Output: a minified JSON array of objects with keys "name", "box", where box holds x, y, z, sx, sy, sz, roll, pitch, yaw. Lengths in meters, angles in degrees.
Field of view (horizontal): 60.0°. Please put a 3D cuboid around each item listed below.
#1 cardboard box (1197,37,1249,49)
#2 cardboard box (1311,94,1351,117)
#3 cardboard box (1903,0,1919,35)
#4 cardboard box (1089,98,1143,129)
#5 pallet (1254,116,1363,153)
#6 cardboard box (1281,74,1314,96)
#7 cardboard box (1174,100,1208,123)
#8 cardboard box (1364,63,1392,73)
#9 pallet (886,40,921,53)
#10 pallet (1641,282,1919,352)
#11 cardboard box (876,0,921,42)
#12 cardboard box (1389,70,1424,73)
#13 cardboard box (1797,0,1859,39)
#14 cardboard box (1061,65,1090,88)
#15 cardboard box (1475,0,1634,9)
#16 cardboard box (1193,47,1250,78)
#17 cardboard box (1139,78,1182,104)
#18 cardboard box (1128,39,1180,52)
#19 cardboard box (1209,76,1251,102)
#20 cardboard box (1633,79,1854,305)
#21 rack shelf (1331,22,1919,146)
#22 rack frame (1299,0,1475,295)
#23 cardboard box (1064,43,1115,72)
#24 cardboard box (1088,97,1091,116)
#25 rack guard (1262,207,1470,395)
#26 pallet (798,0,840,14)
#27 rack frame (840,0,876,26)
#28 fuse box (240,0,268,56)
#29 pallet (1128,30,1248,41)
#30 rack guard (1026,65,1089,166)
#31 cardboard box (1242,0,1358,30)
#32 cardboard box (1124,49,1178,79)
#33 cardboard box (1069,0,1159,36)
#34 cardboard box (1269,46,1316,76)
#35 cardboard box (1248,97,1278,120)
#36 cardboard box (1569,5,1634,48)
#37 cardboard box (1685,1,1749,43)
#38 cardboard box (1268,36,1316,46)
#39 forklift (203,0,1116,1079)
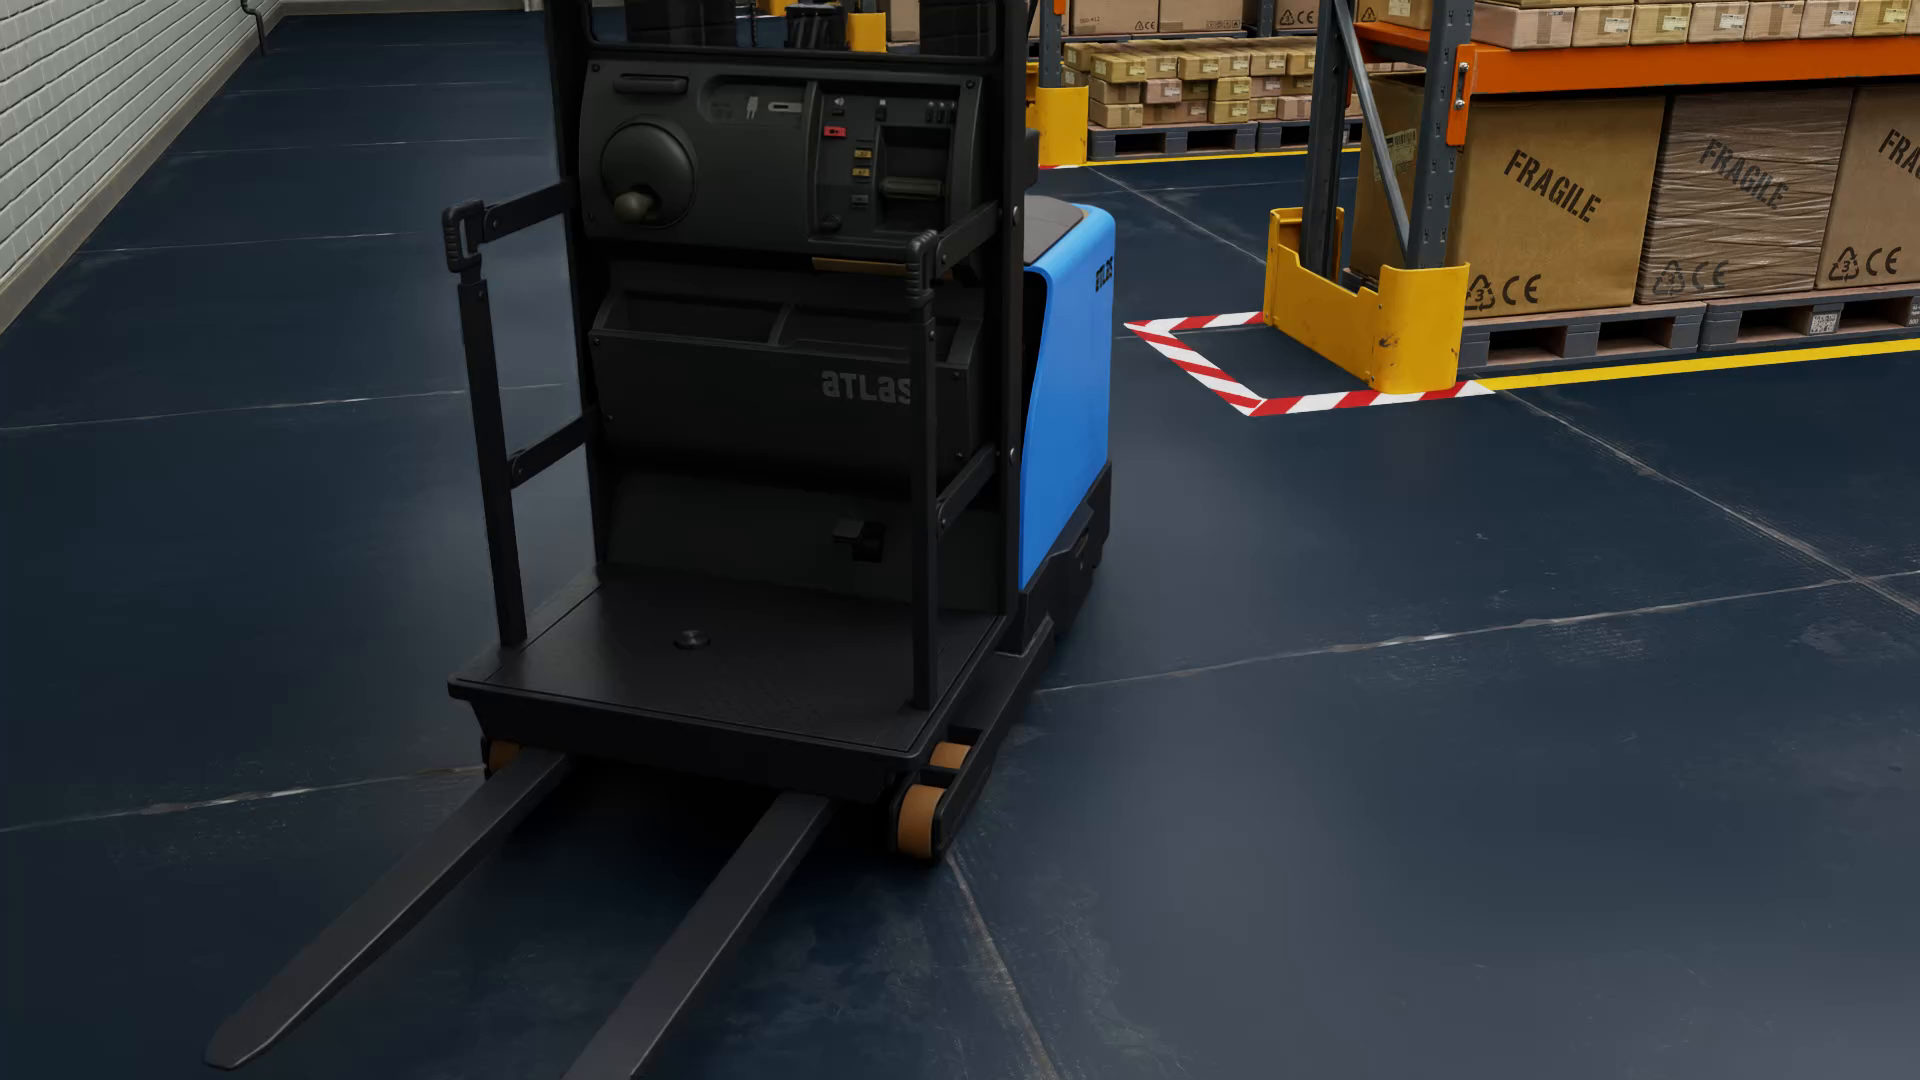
[{"name":"cardboard box","box":[1.890,-3.528,11.996,0.250,0.149,0.380,-5,24,-12]},{"name":"cardboard box","box":[2.543,-3.072,11.688,0.250,0.149,0.380,-6,24,-14]},{"name":"cardboard box","box":[3.873,-2.181,6.847,0.250,0.149,0.380,-6,24,-14]},{"name":"cardboard box","box":[1.057,-2.902,11.292,0.250,0.149,0.380,-6,24,-13]},{"name":"pallet","box":[2.504,-3.013,12.004,1.213,0.211,1.003,-6,24,-14]},{"name":"cardboard box","box":[2.287,-3.225,11.668,0.250,0.149,0.380,-5,24,-12]},{"name":"cardboard box","box":[1.525,-2.990,11.497,0.250,0.149,0.380,-6,24,-14]},{"name":"cardboard box","box":[2.810,-3.364,11.613,0.250,0.149,0.380,-7,24,-16]},{"name":"pallet","box":[-0.219,-4.787,16.138,1.213,0.211,1.003,-6,24,-14]},{"name":"pallet","box":[3.630,-1.153,7.669,1.213,0.211,1.003,-6,24,-14]},{"name":"cardboard box","box":[-0.360,-5.077,15.995,0.875,0.438,0.875,-7,24,-16]},{"name":"cardboard box","box":[3.082,-3.283,11.804,0.250,0.149,0.380,-6,24,-13]},{"name":"cardboard box","box":[3.377,-2.126,6.719,0.250,0.149,0.380,-7,24,-15]},{"name":"cardboard box","box":[0.898,-3.269,11.770,0.250,0.149,0.380,-7,24,-16]},{"name":"cardboard box","box":[2.244,-2.207,6.403,0.500,0.250,0.500,-7,24,-16]},{"name":"cardboard box","box":[1.789,-3.279,11.416,0.250,0.149,0.380,-8,24,-17]},{"name":"cardboard box","box":[1.319,-3.070,11.307,0.250,0.149,0.380,-6,24,-15]},{"name":"cardboard box","box":[1.380,-3.474,11.872,0.250,0.149,0.380,-7,24,-16]},{"name":"cardboard box","box":[1.807,-3.116,11.414,0.250,0.149,0.380,-6,24,-13]},{"name":"cardboard box","box":[3.180,-1.603,7.344,0.875,0.875,0.875,-6,24,-14]},{"name":"rack shelf","box":[3.635,-2.073,7.190,4.000,0.370,1.077,-6,24,-14]},{"name":"rack frame","box":[1.709,-2.191,6.552,0.127,3.000,1.000,-6,24,-14]},{"name":"cardboard box","box":[0.908,-3.394,11.683,0.250,0.149,0.380,-6,24,-14]},{"name":"cardboard box","box":[0.917,-3.103,11.760,0.250,0.149,0.380,-6,24,-13]},{"name":"rack guard","box":[1.686,-1.040,7.039,0.348,0.500,1.175,-6,24,-14]},{"name":"pallet","box":[-1.472,-6.649,20.479,1.213,0.211,1.003,-6,24,-14]},{"name":"rack frame","box":[-0.968,-5.953,15.321,0.127,3.000,1.000,-6,24,-14]},{"name":"fuse box","box":[-6.818,-5.565,16.049,0.414,1.711,0.539,-6,24,-14]},{"name":"pallet","box":[2.130,-5.047,16.744,1.213,0.211,1.003,-6,24,-14]},{"name":"rack guard","box":[0.540,-2.944,11.478,0.348,0.500,1.175,-6,24,-14]},{"name":"cardboard box","box":[3.459,-5.692,16.874,0.875,0.875,0.875,-6,24,-13]},{"name":"cardboard box","box":[1.296,-3.243,11.332,0.250,0.149,0.380,-6,24,-13]},{"name":"cardboard box","box":[1.388,-5.273,16.452,0.875,0.438,0.875,-7,24,-16]},{"name":"cardboard box","box":[2.324,-3.316,11.501,0.250,0.149,0.380,-6,24,-14]},{"name":"cardboard box","box":[2.020,-3.039,11.611,0.250,0.149,0.380,-6,24,-14]},{"name":"cardboard box","box":[2.387,-2.016,6.463,0.250,0.149,0.380,-7,24,-15]},{"name":"cardboard box","box":[2.884,-2.072,6.592,0.250,0.149,0.380,-7,24,-15]},{"name":"cardboard box","box":[2.419,-3.552,12.053,0.250,0.149,0.380,-6,24,-14]},{"name":"forklift","box":[-0.467,-0.824,3.453,1.130,2.935,3.031,7,24,16]}]
